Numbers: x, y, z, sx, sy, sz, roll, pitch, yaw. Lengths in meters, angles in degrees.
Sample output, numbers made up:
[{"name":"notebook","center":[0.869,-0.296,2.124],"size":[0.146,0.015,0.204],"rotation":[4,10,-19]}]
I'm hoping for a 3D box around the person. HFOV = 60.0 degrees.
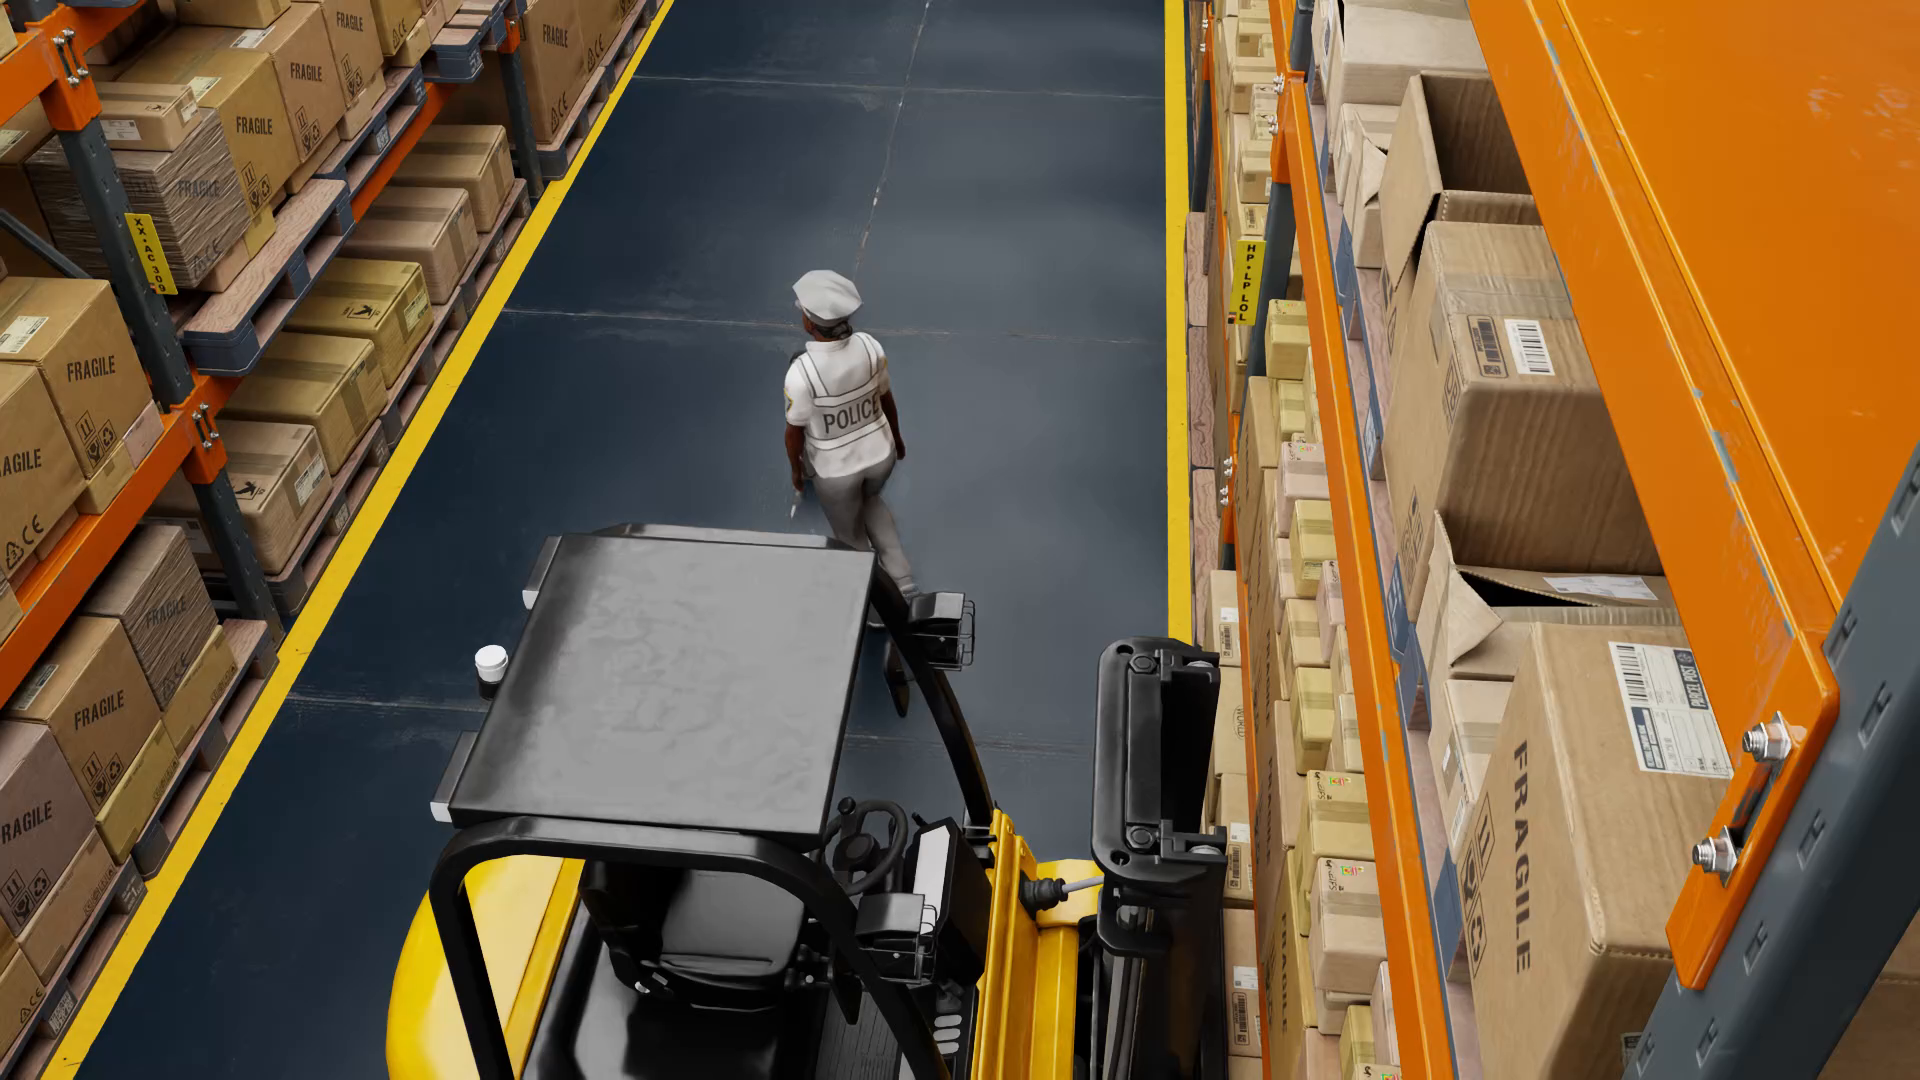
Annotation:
[{"name":"person","center":[-0.429,-0.329,6.798],"size":[0.554,1.671,0.465],"rotation":[-24,46,-26]}]
